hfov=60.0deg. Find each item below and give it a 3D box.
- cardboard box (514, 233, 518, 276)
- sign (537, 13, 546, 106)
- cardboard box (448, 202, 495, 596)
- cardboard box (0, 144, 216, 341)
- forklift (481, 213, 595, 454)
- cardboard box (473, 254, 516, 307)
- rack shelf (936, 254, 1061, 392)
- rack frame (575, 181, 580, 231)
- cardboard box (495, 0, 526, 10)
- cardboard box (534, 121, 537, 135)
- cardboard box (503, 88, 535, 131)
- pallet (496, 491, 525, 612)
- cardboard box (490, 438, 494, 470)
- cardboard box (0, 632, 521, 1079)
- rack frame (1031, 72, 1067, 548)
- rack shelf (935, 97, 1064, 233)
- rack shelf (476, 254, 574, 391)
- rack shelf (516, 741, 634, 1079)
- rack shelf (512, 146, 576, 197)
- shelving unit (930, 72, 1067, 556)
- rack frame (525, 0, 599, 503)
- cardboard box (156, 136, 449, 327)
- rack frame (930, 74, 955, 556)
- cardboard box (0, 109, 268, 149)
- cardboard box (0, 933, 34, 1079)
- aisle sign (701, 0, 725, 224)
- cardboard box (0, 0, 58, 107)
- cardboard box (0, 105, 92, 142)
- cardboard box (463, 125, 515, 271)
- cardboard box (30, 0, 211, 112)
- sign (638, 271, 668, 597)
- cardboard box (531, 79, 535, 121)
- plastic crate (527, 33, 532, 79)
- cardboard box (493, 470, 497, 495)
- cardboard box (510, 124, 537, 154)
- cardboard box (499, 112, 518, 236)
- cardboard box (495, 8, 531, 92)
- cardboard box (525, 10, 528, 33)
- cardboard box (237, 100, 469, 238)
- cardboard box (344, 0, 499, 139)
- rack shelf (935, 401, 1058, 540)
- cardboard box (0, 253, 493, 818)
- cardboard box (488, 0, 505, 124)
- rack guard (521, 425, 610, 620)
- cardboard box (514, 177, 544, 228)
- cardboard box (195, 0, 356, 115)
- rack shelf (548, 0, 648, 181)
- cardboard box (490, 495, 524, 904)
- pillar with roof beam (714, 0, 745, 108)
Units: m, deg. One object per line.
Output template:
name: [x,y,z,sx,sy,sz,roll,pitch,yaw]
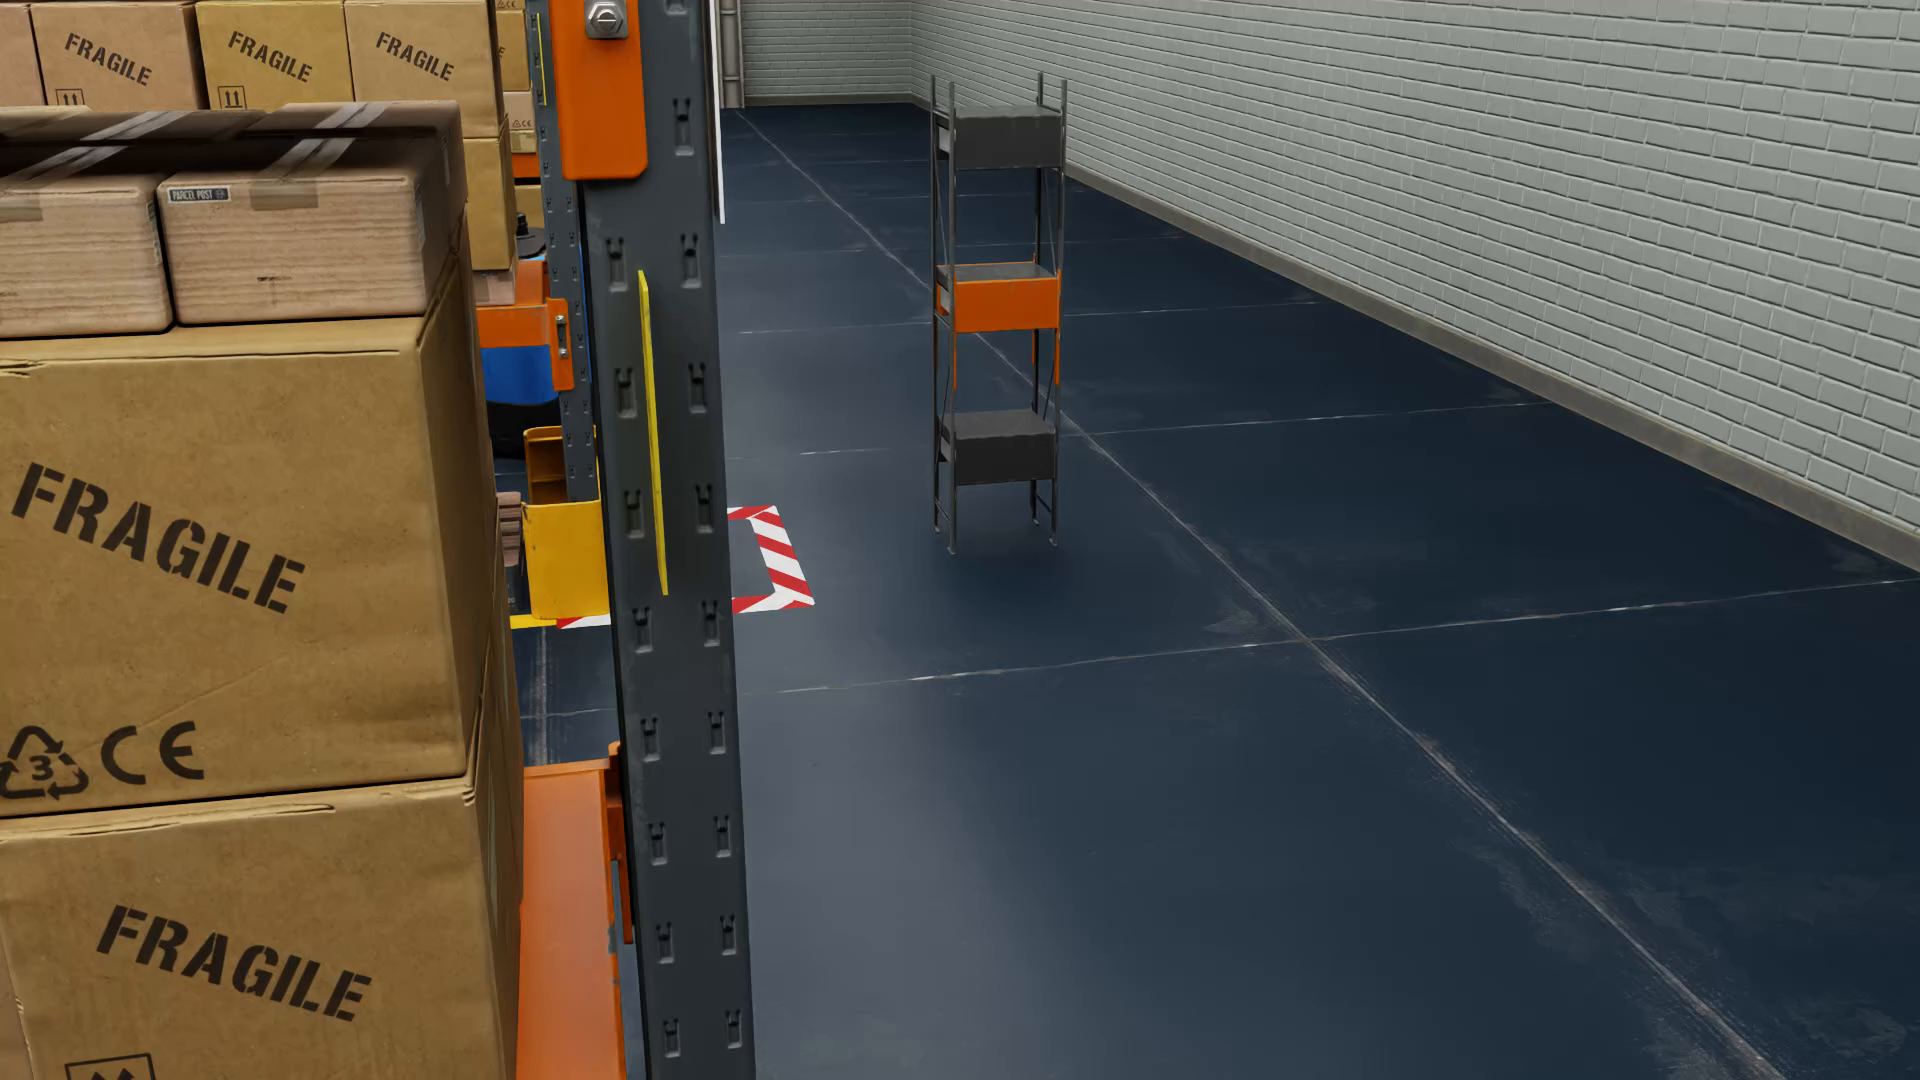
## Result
cardboard box: [-2.058,-1.252,7.238,0.250,0.149,0.380,-5,21,-13]
sign: [-1.559,-1.791,6.200,0.005,0.325,0.100,-5,21,-12]
cardboard box: [-0.962,-0.211,2.431,0.500,0.500,0.500,-5,21,-14]
cardboard box: [-0.975,-0.335,1.825,0.250,0.149,0.380,-4,21,-11]
forklift: [-3.480,-2.138,9.390,3.031,2.935,1.130,7,21,19]
cardboard box: [-1.919,-1.048,6.679,0.250,0.149,0.380,-5,21,-12]
rack shelf: [0.161,-0.986,7.494,0.480,0.518,0.431,-5,21,-12]
rack frame: [-2.710,-2.954,11.519,0.127,3.000,1.000,-5,21,-12]
cardboard box: [-5.356,-6.660,20.036,0.500,0.500,0.500,-5,21,-13]
cardboard box: [-3.132,-2.919,11.787,0.250,0.149,0.380,-4,21,-12]
cardboard box: [-3.121,-2.897,11.147,0.500,0.250,0.500,-5,21,-13]
pallet: [-2.540,0.082,7.285,1.213,0.211,1.003,-5,21,-12]
cardboard box: [-2.236,-0.329,7.453,0.250,0.149,0.380,-4,20,-10]
cardboard box: [-0.838,0.443,2.100,0.500,0.500,0.500,-5,21,-12]
rack frame: [0.399,-1.018,7.542,0.015,2.100,0.400,-5,21,-12]
rack shelf: [0.161,-1.644,7.253,0.480,0.518,0.431,-5,21,-12]
rack shelf: [-3.614,-0.790,6.657,4.000,0.370,1.077,-5,21,-12]
rack shelf: [-2.376,0.859,2.155,4.000,0.370,1.077,-5,21,-12]
rack shelf: [-4.657,-2.458,11.211,4.000,0.370,1.077,-5,21,-12]
shelving unit: [0.161,-0.999,7.489,0.503,2.100,0.431,-5,21,-12]
rack frame: [-1.667,-1.286,6.965,0.127,3.000,1.000,-5,21,-12]
cardboard box: [-0.733,-0.363,1.902,0.250,0.149,0.380,-4,21,-12]
rack frame: [-0.076,-0.980,7.436,0.015,2.100,0.400,-5,21,-12]
cardboard box: [-1.078,-0.478,2.217,0.250,0.149,0.380,-4,21,-11]
cardboard box: [-1.330,0.477,2.006,0.500,0.500,0.500,-5,21,-14]
aisle sign: [-0.288,-0.760,1.749,0.004,0.787,0.394,-5,21,-12]
cardboard box: [-3.566,-1.696,6.051,0.500,0.500,0.500,-5,21,-14]
cardboard box: [-1.357,-0.496,2.266,0.250,0.149,0.380,-4,20,-11]
cardboard box: [-2.045,-1.351,6.564,0.500,0.500,0.500,-4,21,-11]
cardboard box: [-3.052,-1.739,6.168,0.500,0.500,0.500,-4,20,-10]
sign: [-0.318,-0.109,1.725,0.005,0.325,0.100,-5,21,-12]
cardboard box: [-3.239,-3.076,11.637,0.500,0.250,0.500,-5,21,-14]
plastic crate: [-4.133,-4.568,15.786,0.499,0.435,0.616,-5,21,-12]
cardboard box: [-2.251,-0.210,7.562,0.250,0.149,0.380,-4,21,-11]
cardboard box: [-2.981,-2.698,11.184,0.250,0.149,0.380,-4,21,-11]
cardboard box: [-2.168,-1.530,7.052,0.500,0.500,0.500,-4,20,-10]
cardboard box: [-3.124,-3.249,11.019,0.500,0.500,0.500,-4,21,-12]
cardboard box: [-5.359,-6.191,20.209,0.500,0.500,0.500,-4,20,-11]
cardboard box: [-0.839,-0.523,2.339,0.250,0.149,0.380,-4,21,-11]
cardboard box: [-2.055,-1.823,6.398,0.500,0.500,0.500,-5,21,-14]
rack shelf: [0.161,-0.329,7.735,0.480,0.518,0.431,-5,21,-12]
cardboard box: [-0.844,-0.036,1.953,0.500,0.500,0.500,-4,20,-11]
cardboard box: [-2.165,-1.996,6.870,0.500,0.500,0.500,-5,21,-13]
rack guard: [-1.741,-0.106,7.378,0.348,0.500,1.175,-5,21,-12]
cardboard box: [-3.315,-2.077,11.601,0.875,0.875,0.875,-5,21,-12]
cardboard box: [-2.548,-1.783,6.289,0.500,0.500,0.500,-5,21,-14]
rack shelf: [-2.376,-0.550,1.639,4.000,0.370,1.077,-5,21,-12]
cardboard box: [-0.963,0.258,2.605,0.500,0.500,0.500,-5,21,-13]
pillar with roof beam: [-2.711,-9.808,21.506,0.400,9.000,9.100,-5,21,-12]
